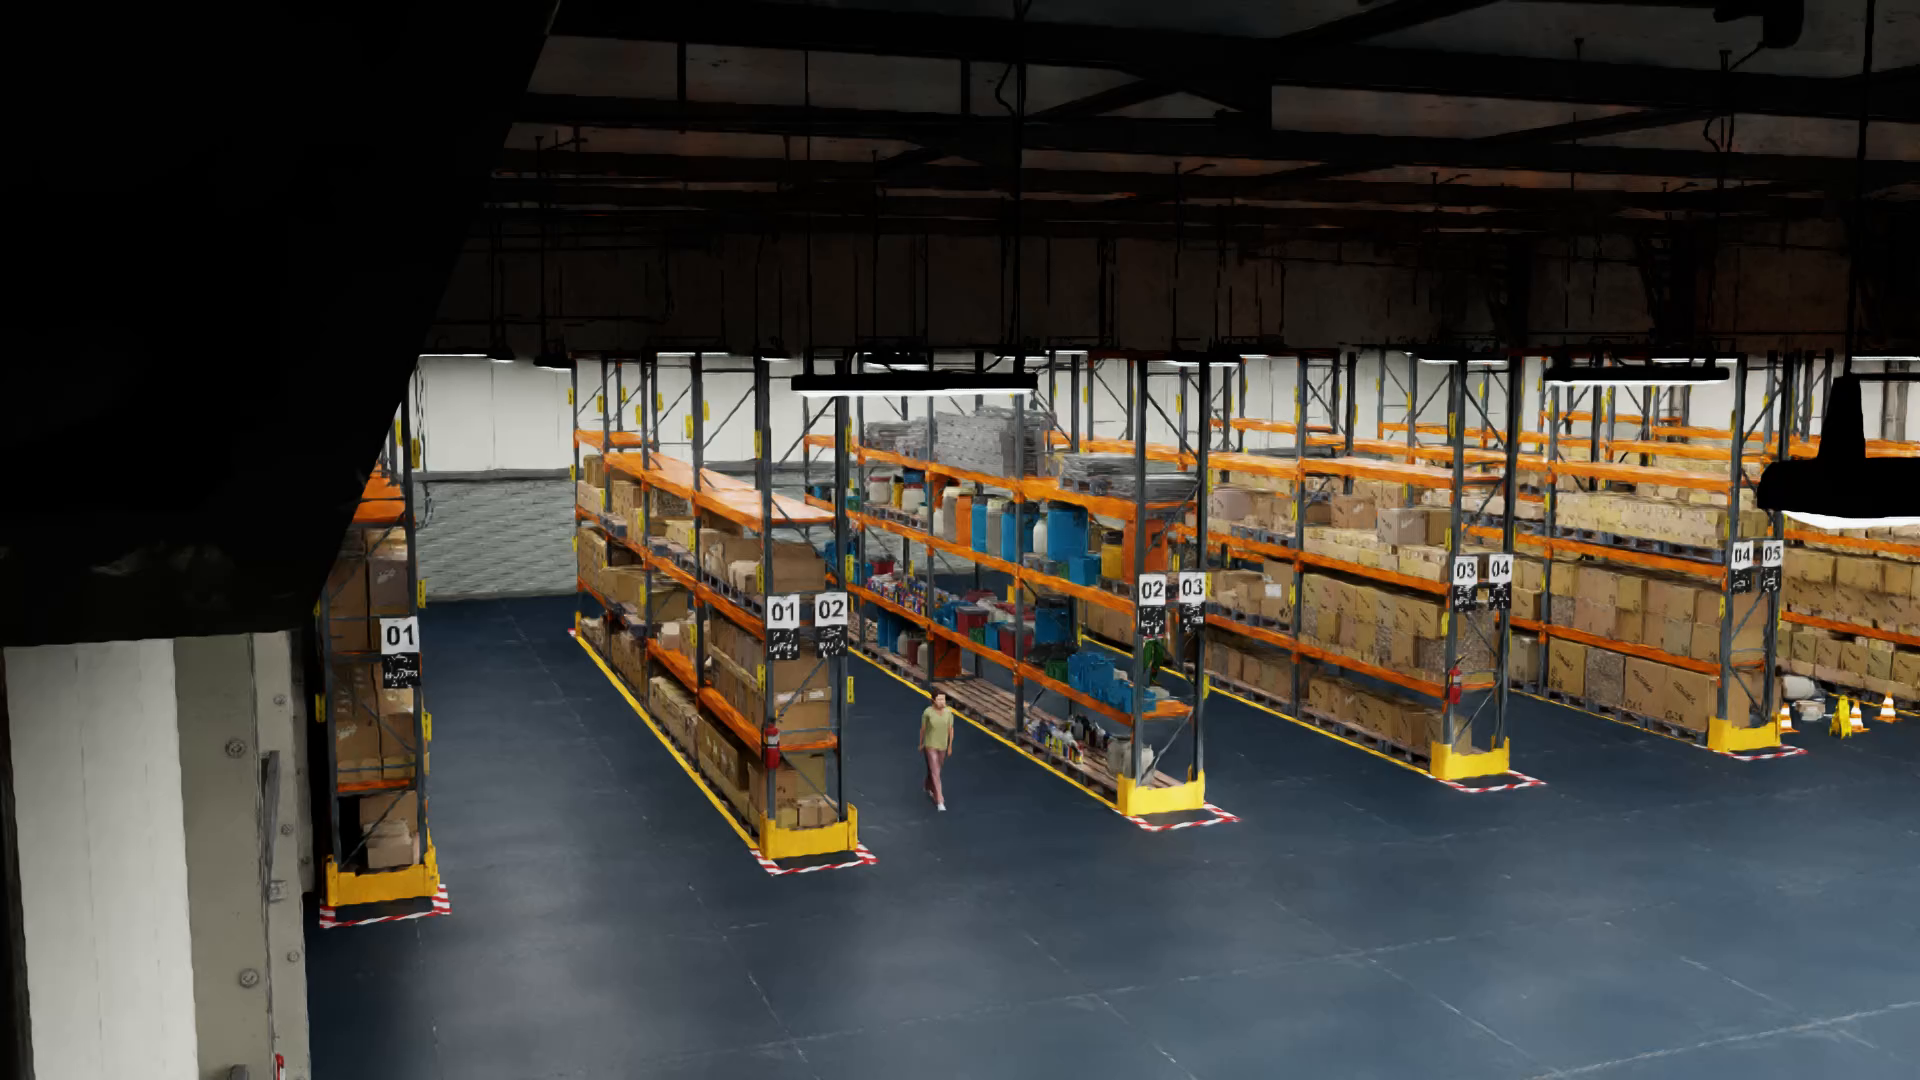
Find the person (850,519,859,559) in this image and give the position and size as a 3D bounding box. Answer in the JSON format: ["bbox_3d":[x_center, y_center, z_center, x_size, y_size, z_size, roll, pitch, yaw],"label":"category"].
[{"bbox_3d":[-2.725,0.318,41.333,0.477,1.659,0.709,3,8,25],"label":"person"}]

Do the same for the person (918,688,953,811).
[{"bbox_3d":[-0.287,2.770,22.314,0.446,1.569,1.110,-3,8,-23],"label":"person"}]

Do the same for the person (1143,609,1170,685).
[{"bbox_3d":[3.465,1.771,29.841,0.677,1.742,0.552,-3,8,-22],"label":"person"}]
